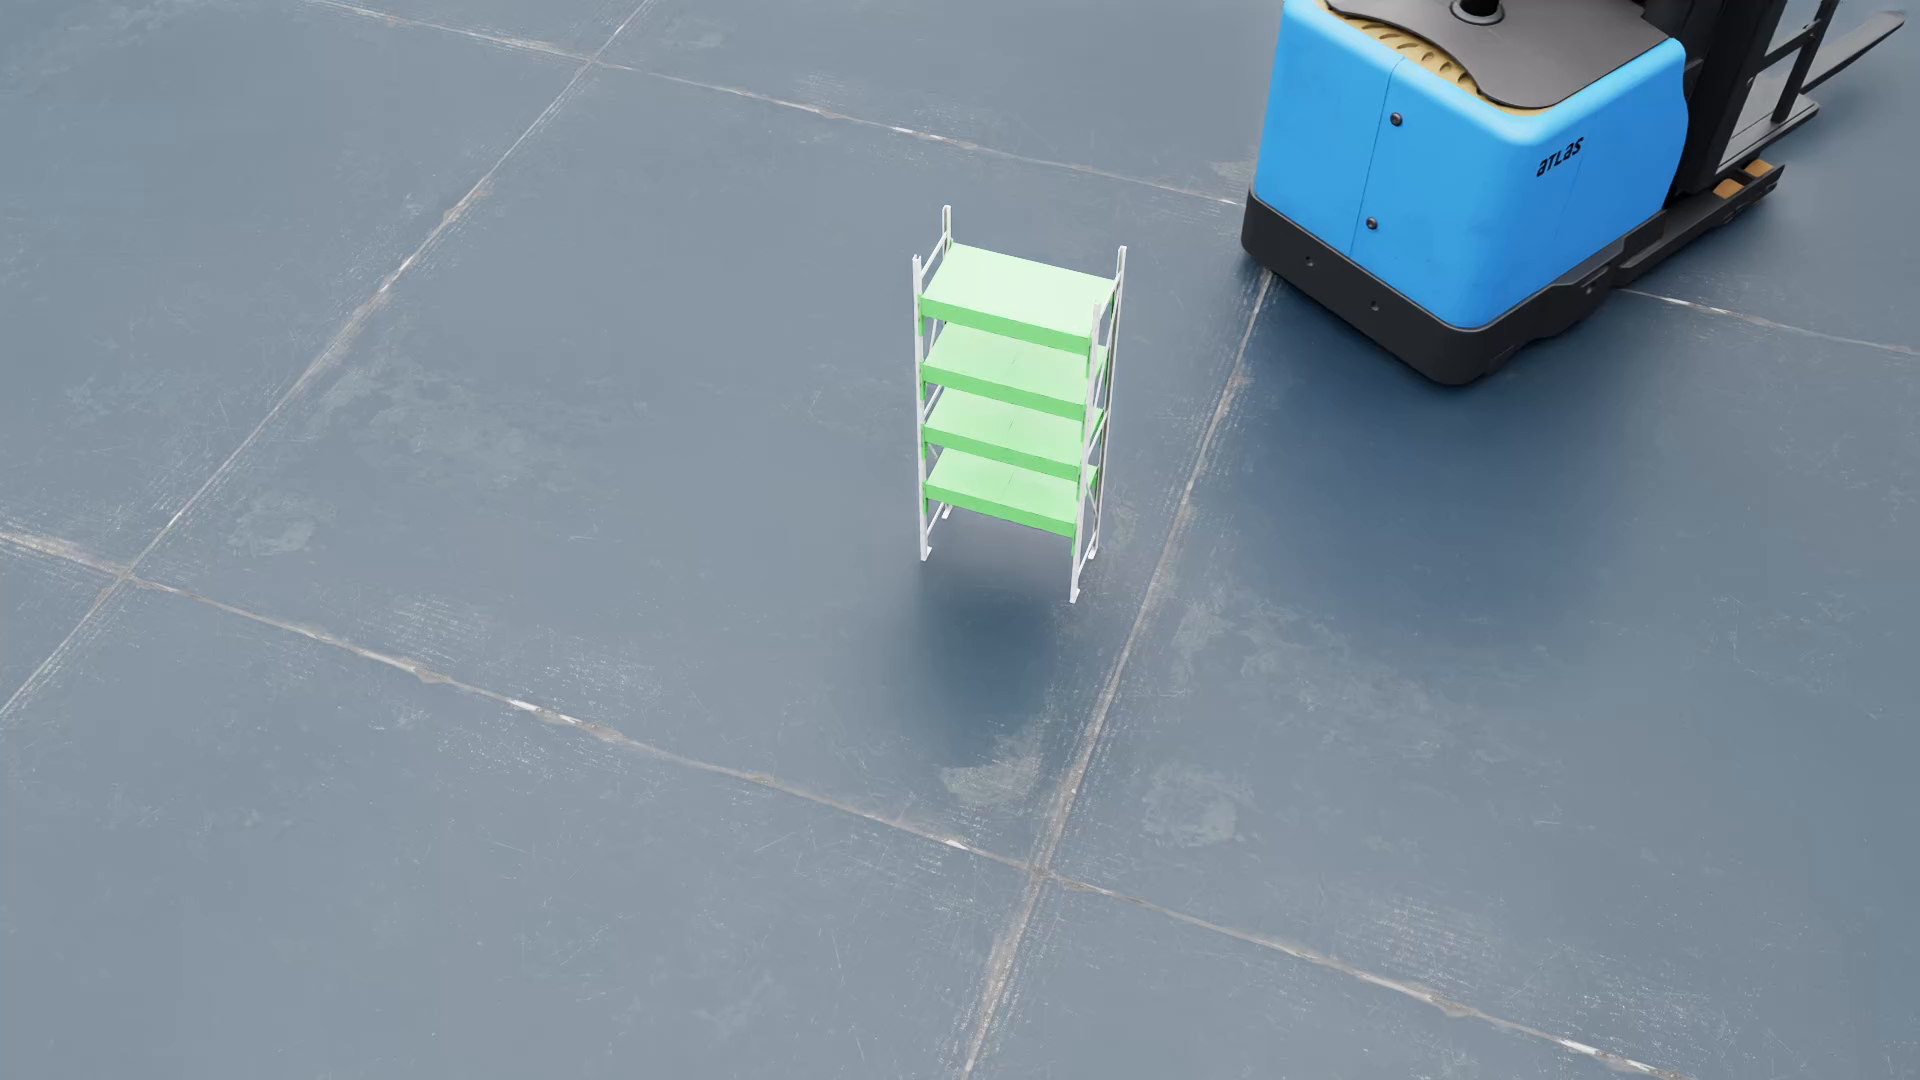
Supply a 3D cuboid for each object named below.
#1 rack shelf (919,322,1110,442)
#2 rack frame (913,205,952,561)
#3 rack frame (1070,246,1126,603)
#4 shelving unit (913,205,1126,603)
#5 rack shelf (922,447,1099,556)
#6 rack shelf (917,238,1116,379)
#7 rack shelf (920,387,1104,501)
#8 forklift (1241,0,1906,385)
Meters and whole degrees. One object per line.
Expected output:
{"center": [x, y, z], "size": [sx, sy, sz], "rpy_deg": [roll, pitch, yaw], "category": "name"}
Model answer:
{"center": [0.155, -0.465, 4.626], "size": [0.480, 0.148, 0.258], "rpy_deg": [16, 51, 13], "category": "rack shelf"}
{"center": [-0.074, -0.414, 4.814], "size": [0.015, 1.200, 0.240], "rpy_deg": [16, 51, 13], "category": "rack frame"}
{"center": [0.384, -0.286, 4.704], "size": [0.015, 1.200, 0.240], "rpy_deg": [16, 51, 13], "category": "rack frame"}
{"center": [0.155, -0.350, 4.759], "size": [0.503, 1.200, 0.258], "rpy_deg": [16, 51, 13], "category": "shelving unit"}
{"center": [0.155, -0.151, 4.989], "size": [0.480, 0.148, 0.258], "rpy_deg": [16, 51, 13], "category": "rack shelf"}
{"center": [0.155, -0.622, 4.445], "size": [0.480, 0.148, 0.258], "rpy_deg": [16, 51, 13], "category": "rack shelf"}
{"center": [0.155, -0.308, 4.807], "size": [0.480, 0.148, 0.258], "rpy_deg": [16, 51, 13], "category": "rack shelf"}
{"center": [2.493, -2.432, 5.419], "size": [3.031, 2.935, 1.130], "rpy_deg": [-32, 56, -24], "category": "forklift"}
